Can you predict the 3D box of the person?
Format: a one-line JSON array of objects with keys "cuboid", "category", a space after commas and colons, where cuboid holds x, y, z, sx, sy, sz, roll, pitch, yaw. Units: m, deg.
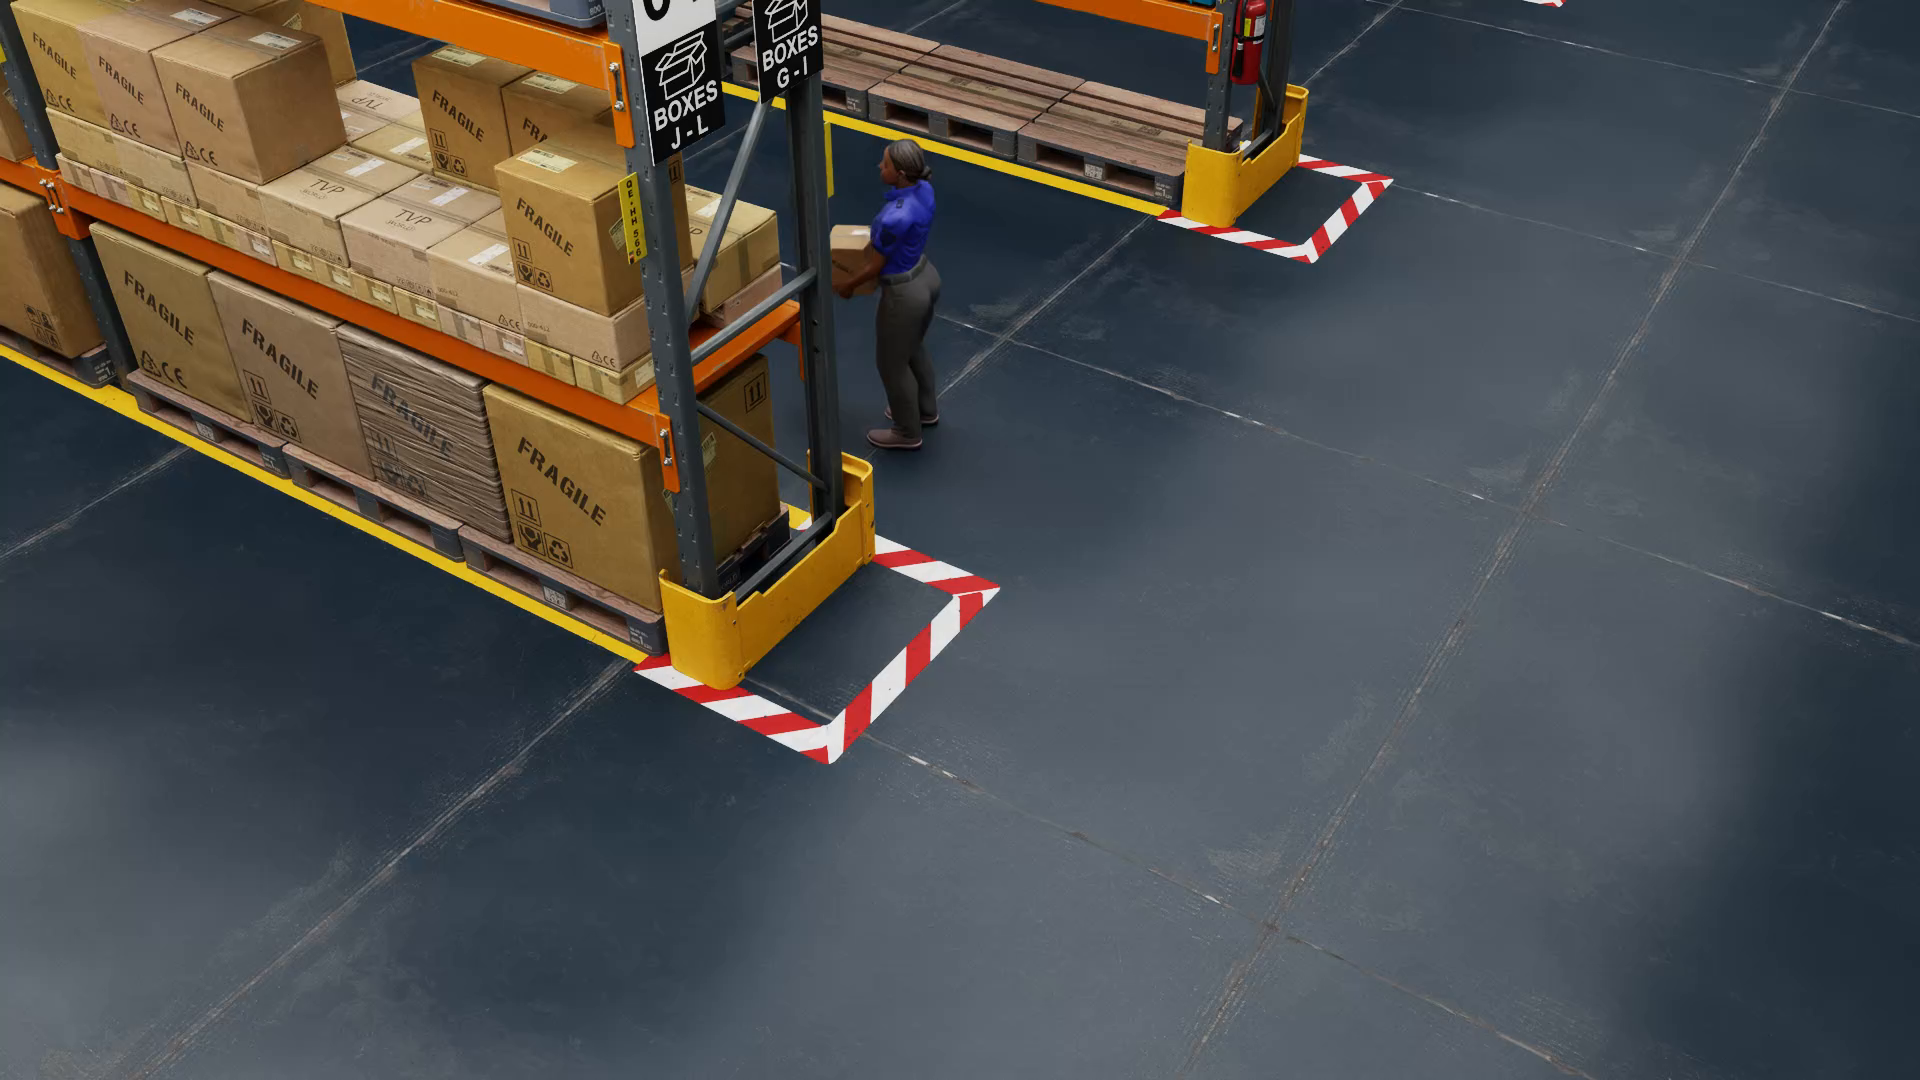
[{"cuboid": [-0.362, -1.227, 8.225, 0.505, 1.656, 0.436, 12, 40, 14], "category": "person"}]
